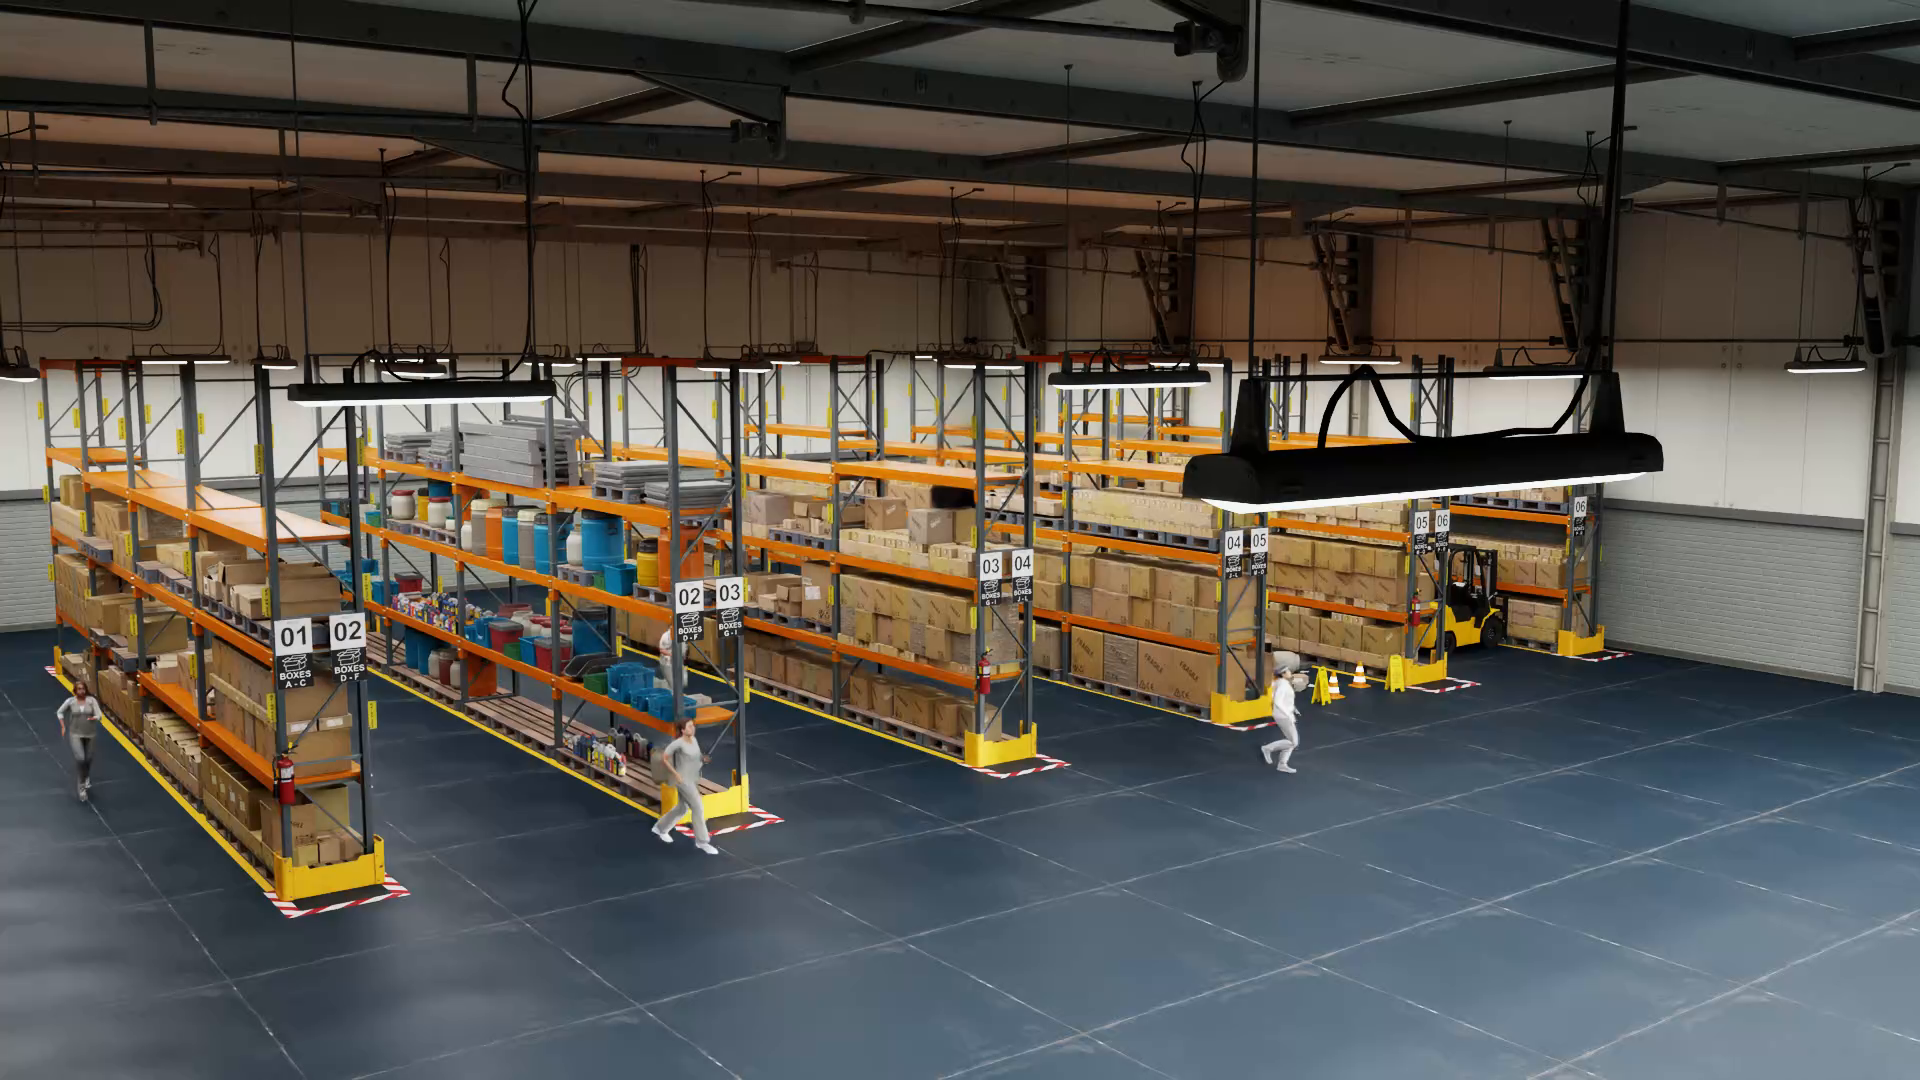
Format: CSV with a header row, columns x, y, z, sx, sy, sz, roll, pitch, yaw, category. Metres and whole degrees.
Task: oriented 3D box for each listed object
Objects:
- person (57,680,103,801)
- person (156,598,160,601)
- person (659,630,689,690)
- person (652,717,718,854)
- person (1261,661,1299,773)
x,y,z,sx,sy,sz,roll,pitch,yaw,category
-12.208,2.766,23.124,0.509,1.644,0.728,-6,9,-41,person
-16.056,1.481,33.326,0.634,1.764,0.689,4,8,28,person
-4.846,2.113,28.296,0.654,1.701,0.751,-6,9,-40,person
-3.421,3.023,20.687,0.895,1.692,0.553,2,7,16,person
4.706,2.597,24.429,0.564,1.661,0.620,0,7,4,person
